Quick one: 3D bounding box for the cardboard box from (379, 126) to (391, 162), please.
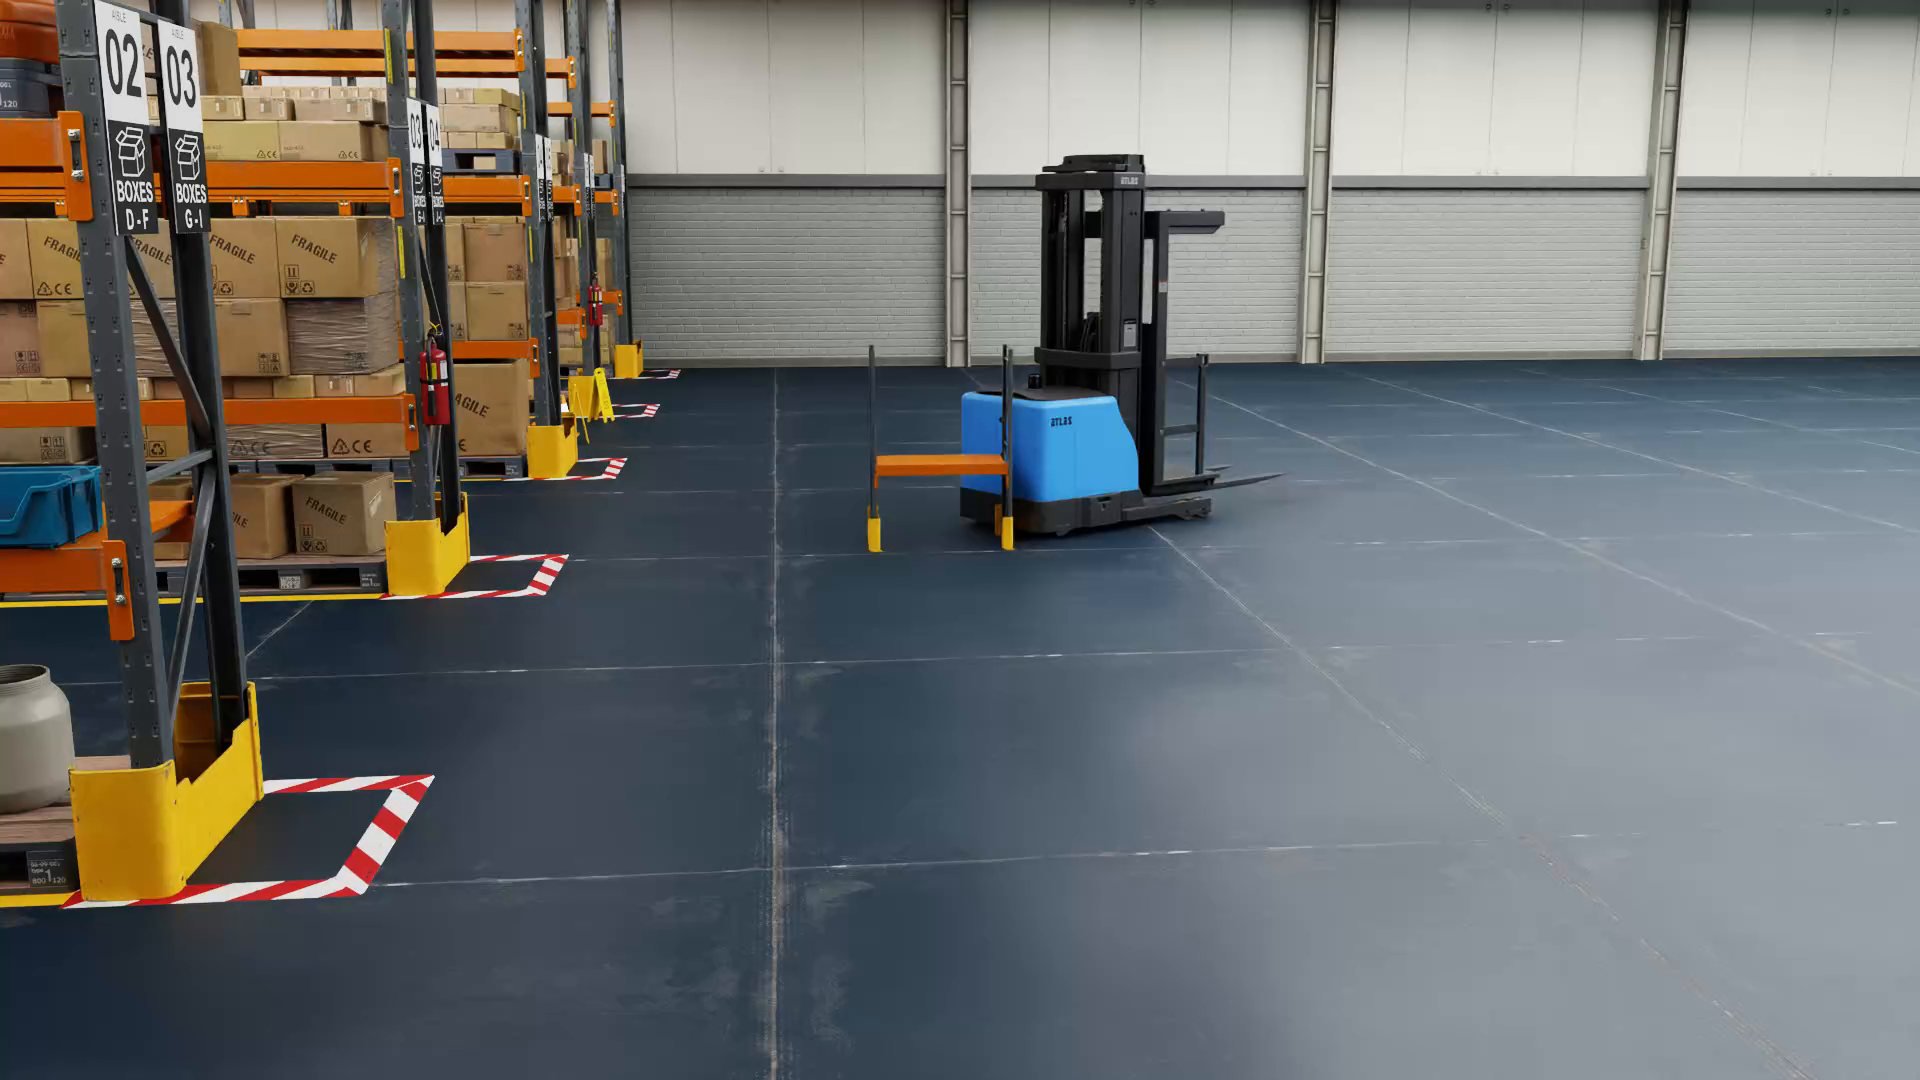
[{"bbox_3d":[-4.107,-2.655,11.210,0.500,0.250,0.500,-1,11,-4],"label":"cardboard box"}]

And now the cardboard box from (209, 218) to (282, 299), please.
[{"bbox_3d":[-4.616,-1.833,10.791,0.500,0.500,0.500,-1,11,-6],"label":"cardboard box"}]

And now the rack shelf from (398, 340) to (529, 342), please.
[{"bbox_3d":[-6.023,-1.872,15.972,3.809,0.124,0.919,-1,11,-6],"label":"rack shelf"}]

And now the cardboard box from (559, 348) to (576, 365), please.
[{"bbox_3d":[-6.138,-2.848,25.616,0.500,0.250,0.500,-1,11,-6],"label":"cardboard box"}]

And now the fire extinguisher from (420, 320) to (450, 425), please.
[{"bbox_3d":[-3.436,-1.093,10.854,0.183,0.674,0.296,-1,11,-6],"label":"fire extinguisher"}]

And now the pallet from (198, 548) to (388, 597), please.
[{"bbox_3d":[-4.487,0.163,11.493,1.213,0.211,1.003,-1,11,-6],"label":"pallet"}]

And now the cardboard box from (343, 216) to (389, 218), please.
[{"bbox_3d":[-7.174,-3.699,20.287,0.500,0.500,0.700,-1,11,-7],"label":"cardboard box"}]

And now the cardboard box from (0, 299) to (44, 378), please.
[{"bbox_3d":[-6.135,-1.360,10.979,0.500,0.500,0.875,-1,11,-6],"label":"cardboard box"}]

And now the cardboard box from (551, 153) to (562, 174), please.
[{"bbox_3d":[-5.150,-4.600,20.330,0.500,0.250,0.500,-1,11,-7],"label":"cardboard box"}]

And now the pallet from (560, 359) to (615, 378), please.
[{"bbox_3d":[-5.966,-2.677,25.940,1.213,0.211,1.003,-1,11,-6],"label":"pallet"}]

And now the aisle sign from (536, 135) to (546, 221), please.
[{"bbox_3d":[-3.932,-3.390,15.597,0.004,0.787,0.394,-1,11,-6],"label":"aisle sign"}]

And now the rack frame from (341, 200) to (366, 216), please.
[{"bbox_3d":[-9.186,-3.986,25.369,0.127,3.000,1.000,-1,11,-6],"label":"rack frame"}]

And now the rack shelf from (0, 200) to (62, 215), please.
[{"bbox_3d":[-15.151,-4.980,24.513,4.000,0.370,1.077,-1,11,-6],"label":"rack shelf"}]

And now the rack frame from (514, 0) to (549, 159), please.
[{"bbox_3d":[-4.035,-5.114,15.554,0.127,3.000,1.000,-1,11,-6],"label":"rack frame"}]

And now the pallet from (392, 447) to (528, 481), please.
[{"bbox_3d":[-4.822,-0.771,16.241,1.213,0.211,1.003,-1,11,-6],"label":"pallet"}]

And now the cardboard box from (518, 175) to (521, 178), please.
[{"bbox_3d":[-5.238,-4.394,20.317,0.250,0.149,0.380,-1,11,-6],"label":"cardboard box"}]

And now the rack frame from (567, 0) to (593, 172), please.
[{"bbox_3d":[-4.670,-6.061,20.372,0.127,3.000,1.000,-1,11,-6],"label":"rack frame"}]

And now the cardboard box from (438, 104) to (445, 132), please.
[{"bbox_3d":[-4.989,-3.896,15.403,0.500,0.250,0.500,-1,11,-6],"label":"cardboard box"}]

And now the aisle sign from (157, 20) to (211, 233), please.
[{"bbox_3d":[-3.025,-1.601,6.495,0.004,0.787,0.394,-1,11,-6],"label":"aisle sign"}]

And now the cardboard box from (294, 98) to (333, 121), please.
[{"bbox_3d":[-4.114,-2.763,10.724,0.250,0.149,0.380,-2,11,-8],"label":"cardboard box"}]

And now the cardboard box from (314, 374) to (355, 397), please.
[{"bbox_3d":[-4.110,-1.043,11.051,0.250,0.149,0.380,-1,11,-6],"label":"cardboard box"}]

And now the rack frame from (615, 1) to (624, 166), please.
[{"bbox_3d":[-5.210,-7.013,25.211,0.053,2.616,0.949,-1,11,-6],"label":"rack frame"}]

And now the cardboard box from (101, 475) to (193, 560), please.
[{"bbox_3d":[-5.438,-0.159,11.290,0.500,0.500,0.500,0,11,-1],"label":"cardboard box"}]

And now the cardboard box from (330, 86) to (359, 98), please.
[{"bbox_3d":[-5.597,-4.067,15.240,0.250,0.149,0.380,-1,11,-7],"label":"cardboard box"}]

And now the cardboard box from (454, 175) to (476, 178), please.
[{"bbox_3d":[-6.008,-4.388,20.287,0.250,0.149,0.380,-1,11,-7],"label":"cardboard box"}]

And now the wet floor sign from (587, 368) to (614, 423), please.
[{"bbox_3d":[-4.366,-1.761,20.155,0.232,0.644,0.267,3,11,14],"label":"wet floor sign"}]

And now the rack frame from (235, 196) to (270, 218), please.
[{"bbox_3d":[-8.647,-3.034,20.527,0.127,3.000,1.000,-1,11,-6],"label":"rack frame"}]

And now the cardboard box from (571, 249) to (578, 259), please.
[{"bbox_3d":[-5.775,-4.365,25.354,0.250,0.149,0.380,-1,11,-5],"label":"cardboard box"}]

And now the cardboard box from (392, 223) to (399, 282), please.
[{"bbox_3d":[-5.516,-2.759,15.938,0.550,0.550,0.875,-1,11,-6],"label":"cardboard box"}]

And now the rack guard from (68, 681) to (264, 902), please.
[{"bbox_3d":[-3.136,0.970,6.640,0.348,0.500,1.175,-1,11,-6],"label":"rack guard"}]

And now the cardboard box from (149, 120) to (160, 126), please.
[{"bbox_3d":[-5.058,-2.537,10.608,0.500,0.250,0.500,-1,11,-5],"label":"cardboard box"}]

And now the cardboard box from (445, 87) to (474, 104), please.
[{"bbox_3d":[-4.582,-4.089,15.349,0.250,0.149,0.380,-1,11,-6],"label":"cardboard box"}]

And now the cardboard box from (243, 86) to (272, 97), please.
[{"bbox_3d":[-6.348,-4.051,15.160,0.250,0.149,0.380,-1,11,-6],"label":"cardboard box"}]

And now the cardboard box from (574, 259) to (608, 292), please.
[{"bbox_3d":[-5.671,-4.058,25.475,0.500,0.500,0.500,-1,11,-7],"label":"cardboard box"}]

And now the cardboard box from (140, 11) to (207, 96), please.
[{"bbox_3d":[-5.114,-3.049,10.497,0.500,0.500,0.500,-1,11,-6],"label":"cardboard box"}]

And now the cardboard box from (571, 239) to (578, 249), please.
[{"bbox_3d":[-5.785,-4.524,25.392,0.250,0.149,0.380,-1,11,-6],"label":"cardboard box"}]

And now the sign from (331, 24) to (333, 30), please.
[{"bbox_3d":[-9.116,-7.323,24.164,0.005,0.325,0.100,-1,11,-6],"label":"sign"}]

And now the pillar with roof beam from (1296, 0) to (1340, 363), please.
[{"bbox_3d":[6.395,-6.596,23.091,0.400,9.000,9.100,-1,11,-6],"label":"pillar with roof beam"}]

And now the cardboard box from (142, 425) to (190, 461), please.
[{"bbox_3d":[-7.379,-1.250,15.872,0.875,0.875,0.875,-1,11,-5],"label":"cardboard box"}]

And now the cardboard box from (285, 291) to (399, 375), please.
[{"bbox_3d":[-4.150,-1.406,11.214,0.500,0.500,0.875,-1,11,-6],"label":"cardboard box"}]

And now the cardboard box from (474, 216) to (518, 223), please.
[{"bbox_3d":[-5.658,-3.742,20.503,0.500,0.500,0.700,-1,11,-6],"label":"cardboard box"}]

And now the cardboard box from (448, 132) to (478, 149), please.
[{"bbox_3d":[-4.580,-3.697,15.426,0.250,0.149,0.380,-1,11,-6],"label":"cardboard box"}]

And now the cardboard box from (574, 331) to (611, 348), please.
[{"bbox_3d":[-5.660,-3.102,25.613,0.500,0.250,0.500,-1,11,-7],"label":"cardboard box"}]

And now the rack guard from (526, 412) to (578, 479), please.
[{"bbox_3d":[-4.011,-0.945,16.377,0.348,0.500,1.175,-1,11,-6],"label":"rack guard"}]

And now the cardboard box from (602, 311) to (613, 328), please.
[{"bbox_3d":[-5.708,-3.443,26.055,0.500,0.250,0.500,-1,11,-7],"label":"cardboard box"}]

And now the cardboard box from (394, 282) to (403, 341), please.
[{"bbox_3d":[-5.514,-2.225,16.019,0.550,0.550,0.875,-1,11,-6],"label":"cardboard box"}]

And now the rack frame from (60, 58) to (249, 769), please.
[{"bbox_3d":[-3.065,-0.267,6.453,0.127,3.000,1.000,-1,11,-6],"label":"rack frame"}]

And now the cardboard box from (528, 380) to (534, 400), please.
[{"bbox_3d":[-5.469,-1.906,20.825,0.500,0.250,0.500,-1,11,-6],"label":"cardboard box"}]

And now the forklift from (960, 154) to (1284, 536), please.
[{"bbox_3d":[1.468,-1.673,13.777,3.031,2.935,1.130,-9,14,-37],"label":"forklift"}]

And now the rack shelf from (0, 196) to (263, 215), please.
[{"bbox_3d":[-10.635,-4.112,20.095,4.000,0.370,1.077,-1,11,-6],"label":"rack shelf"}]

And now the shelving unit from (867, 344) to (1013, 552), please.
[{"bbox_3d":[-0.159,-0.707,12.578,1.083,1.500,0.587,-1,11,-4],"label":"shelving unit"}]

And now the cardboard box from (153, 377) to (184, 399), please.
[{"bbox_3d":[-5.102,-1.019,10.928,0.250,0.149,0.380,-1,11,-6],"label":"cardboard box"}]

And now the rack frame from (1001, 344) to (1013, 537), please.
[{"bbox_3d":[0.357,-0.714,12.614,0.032,1.500,0.500,-1,11,-4],"label":"rack frame"}]

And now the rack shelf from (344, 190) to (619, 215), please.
[{"bbox_3d":[-7.198,-5.147,25.361,4.000,0.370,1.077,-1,11,-6],"label":"rack shelf"}]

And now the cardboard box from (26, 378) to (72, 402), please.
[{"bbox_3d":[-5.841,-0.991,10.786,0.250,0.149,0.380,-1,11,-6],"label":"cardboard box"}]

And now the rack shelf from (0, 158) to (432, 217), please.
[{"bbox_3d":[-5.588,-2.294,10.852,4.000,0.370,1.077,-1,11,-6],"label":"rack shelf"}]

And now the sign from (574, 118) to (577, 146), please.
[{"bbox_3d":[-4.630,-4.917,20.033,0.005,0.325,0.100,-1,11,-6],"label":"sign"}]

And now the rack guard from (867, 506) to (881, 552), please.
[{"bbox_3d":[-0.656,-0.087,12.665,0.087,0.250,0.587,-1,11,-4],"label":"rack guard"}]

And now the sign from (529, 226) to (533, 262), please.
[{"bbox_3d":[-3.990,-2.751,15.468,0.005,0.325,0.100,-1,11,-6],"label":"sign"}]

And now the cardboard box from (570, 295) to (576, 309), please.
[{"bbox_3d":[-5.030,-3.027,21.141,0.250,0.149,0.380,-1,11,-6],"label":"cardboard box"}]
